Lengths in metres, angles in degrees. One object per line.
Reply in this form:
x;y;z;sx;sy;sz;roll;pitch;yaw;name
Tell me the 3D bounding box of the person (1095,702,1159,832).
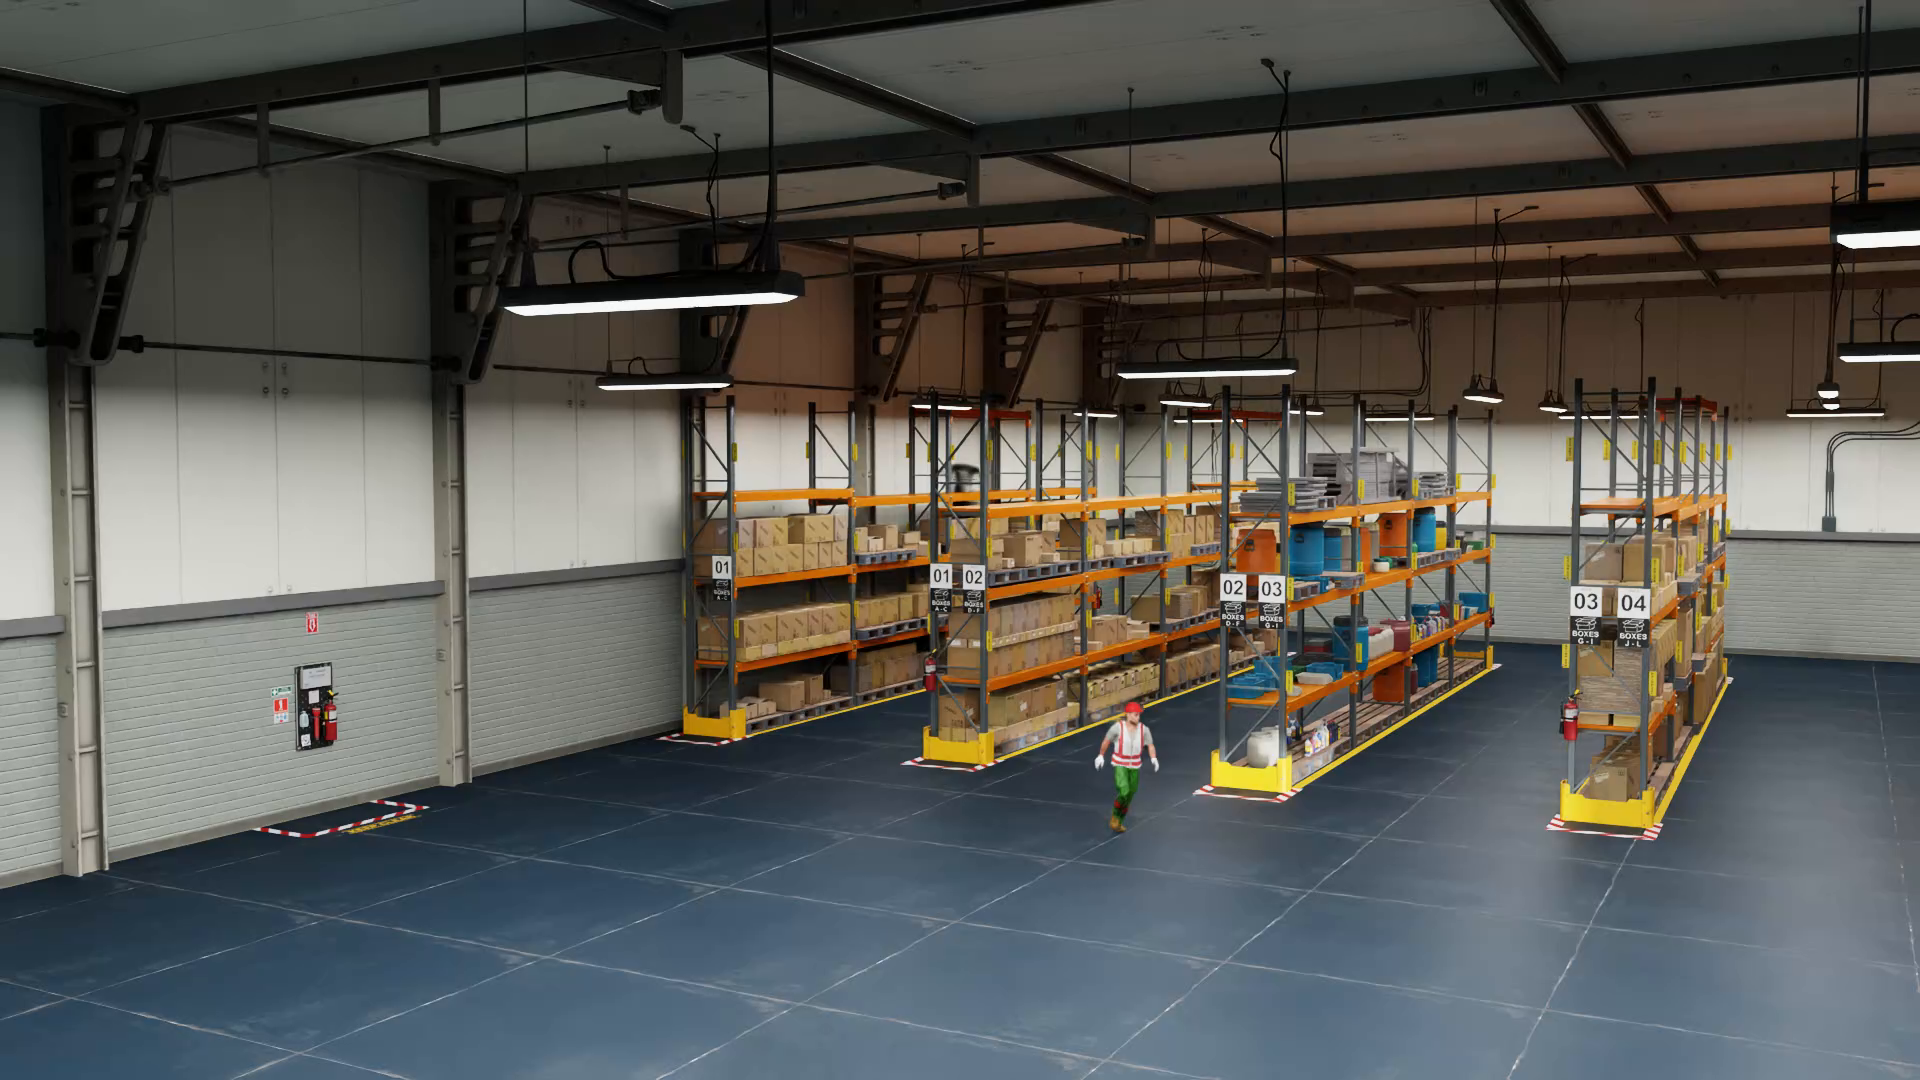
2.209;2.981;21.751;0.650;1.746;0.801;-1;3;-19;person
